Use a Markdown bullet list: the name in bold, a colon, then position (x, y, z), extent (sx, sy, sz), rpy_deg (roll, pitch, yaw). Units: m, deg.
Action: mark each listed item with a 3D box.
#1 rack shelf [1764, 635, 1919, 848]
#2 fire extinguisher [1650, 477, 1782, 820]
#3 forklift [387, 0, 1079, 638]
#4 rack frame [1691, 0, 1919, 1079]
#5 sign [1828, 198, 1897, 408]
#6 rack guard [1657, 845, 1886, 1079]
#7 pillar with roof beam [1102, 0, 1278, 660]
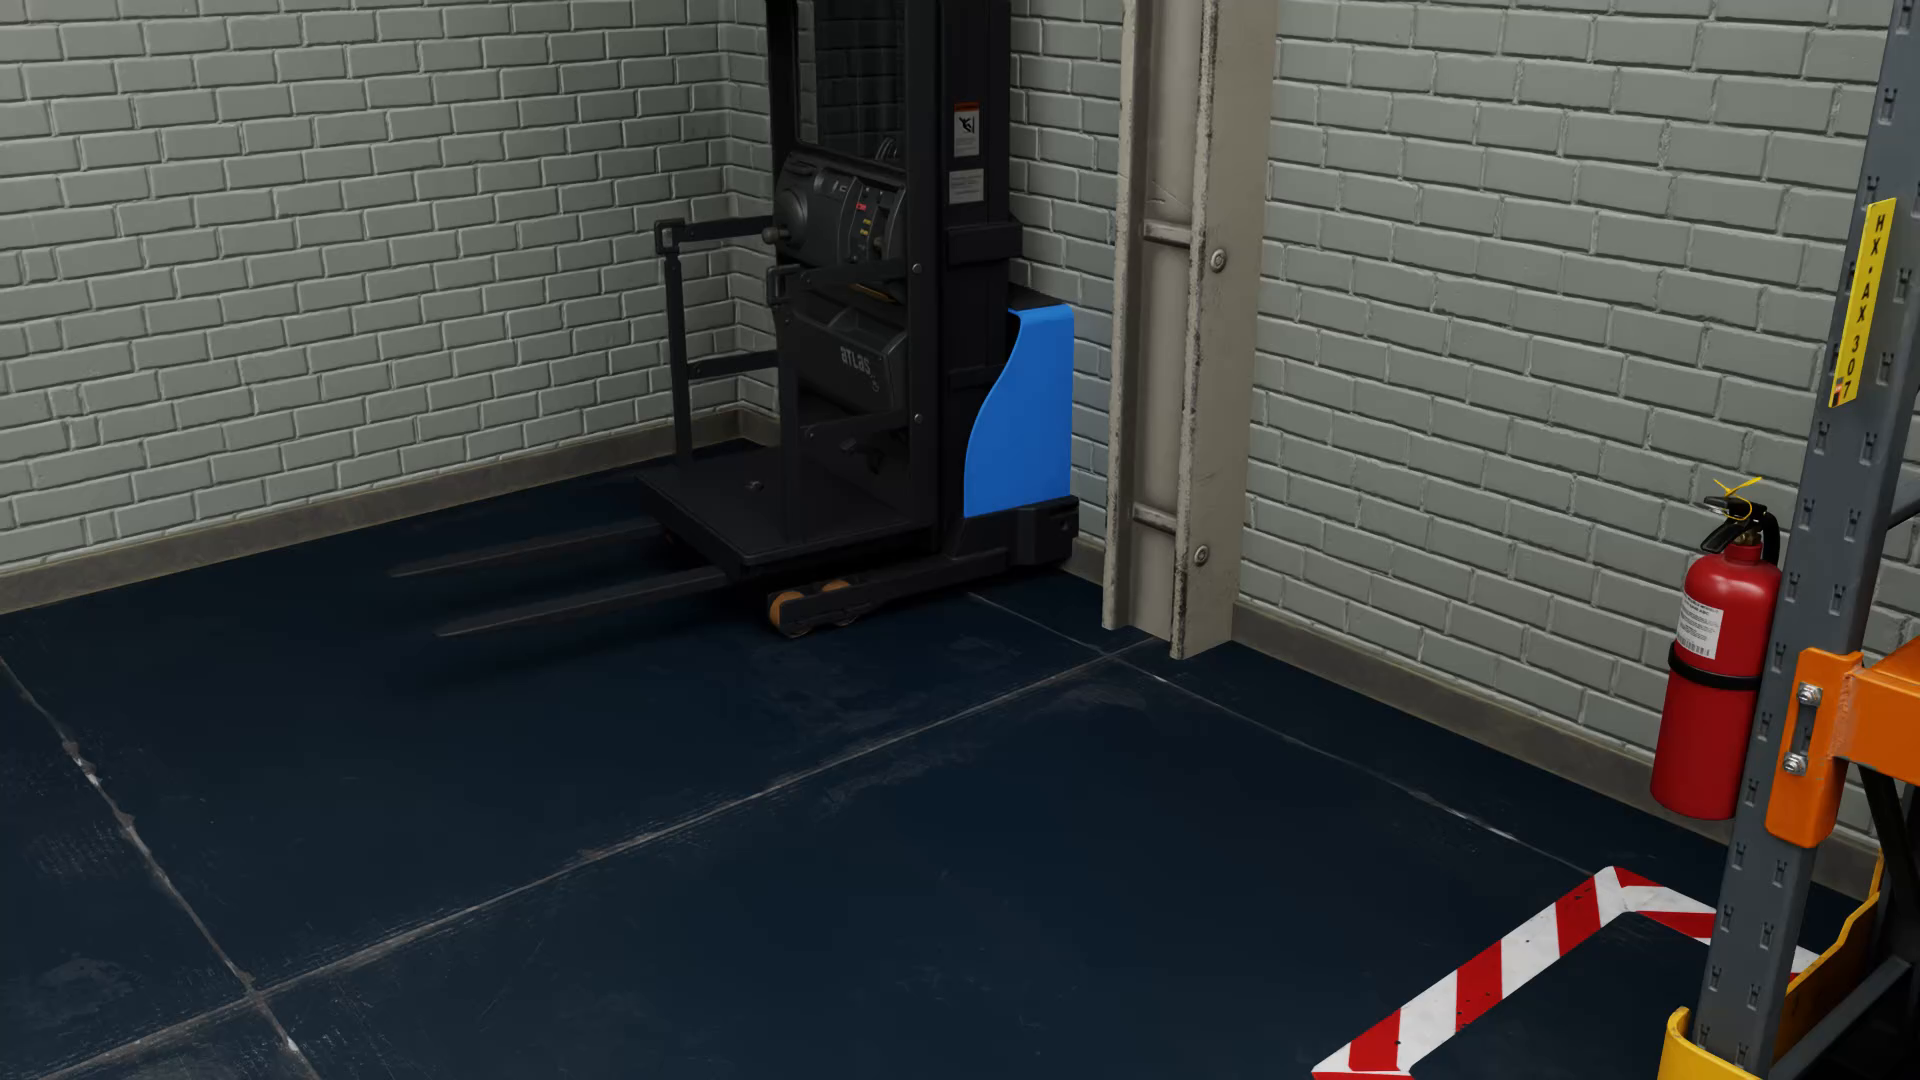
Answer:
- **rack shelf**: position (3.150, 0.787, 1.848), extent (1.077, 0.370, 4.000), rpy_deg (-17, 27, -37)
- **fire extinguisher**: position (1.398, 0.178, 3.033), extent (0.296, 0.674, 0.183), rpy_deg (-17, 27, -37)
- **forklift**: position (-0.633, -1.229, 6.102), extent (3.031, 2.935, 1.130), rpy_deg (-13, 25, -29)
- **rack frame**: position (1.845, -0.101, 3.128), extent (1.000, 3.000, 0.127), rpy_deg (-17, 27, -37)
- **sign**: position (1.434, -0.375, 2.640), extent (0.100, 0.325, 0.005), rpy_deg (-17, 27, -37)
- **rack guard**: position (1.894, 1.084, 3.530), extent (1.175, 0.500, 0.348), rpy_deg (-17, 27, -37)
- **pillar with roof beam**: position (-2.494, -2.829, 1.867), extent (9.100, 9.000, 0.400), rpy_deg (-17, 27, -37)
